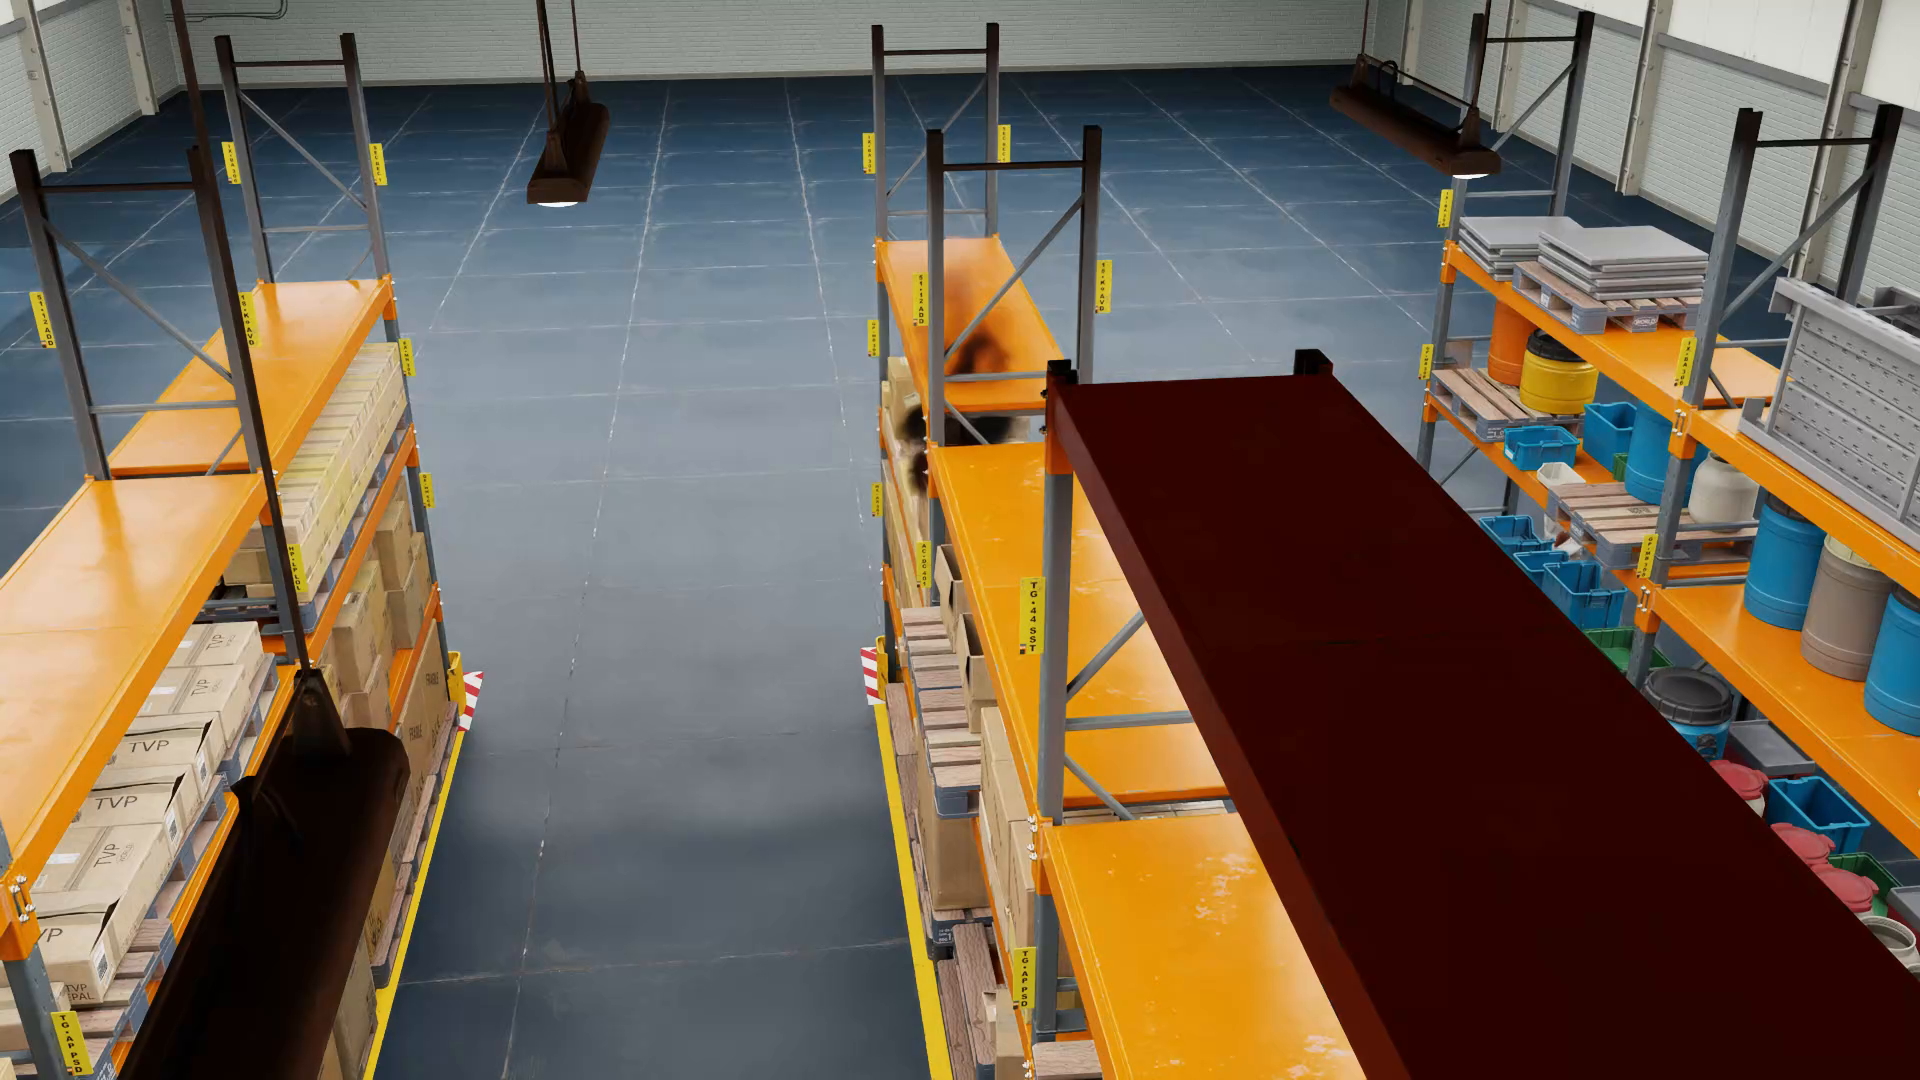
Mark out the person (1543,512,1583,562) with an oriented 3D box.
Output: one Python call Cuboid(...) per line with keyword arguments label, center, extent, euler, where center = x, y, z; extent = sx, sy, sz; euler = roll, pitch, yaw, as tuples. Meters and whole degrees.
Cuboid(label="person", center=(5.895, 0.050, 16.342), extent=(0.739, 1.790, 0.895), euler=(-18, 31, -33))
